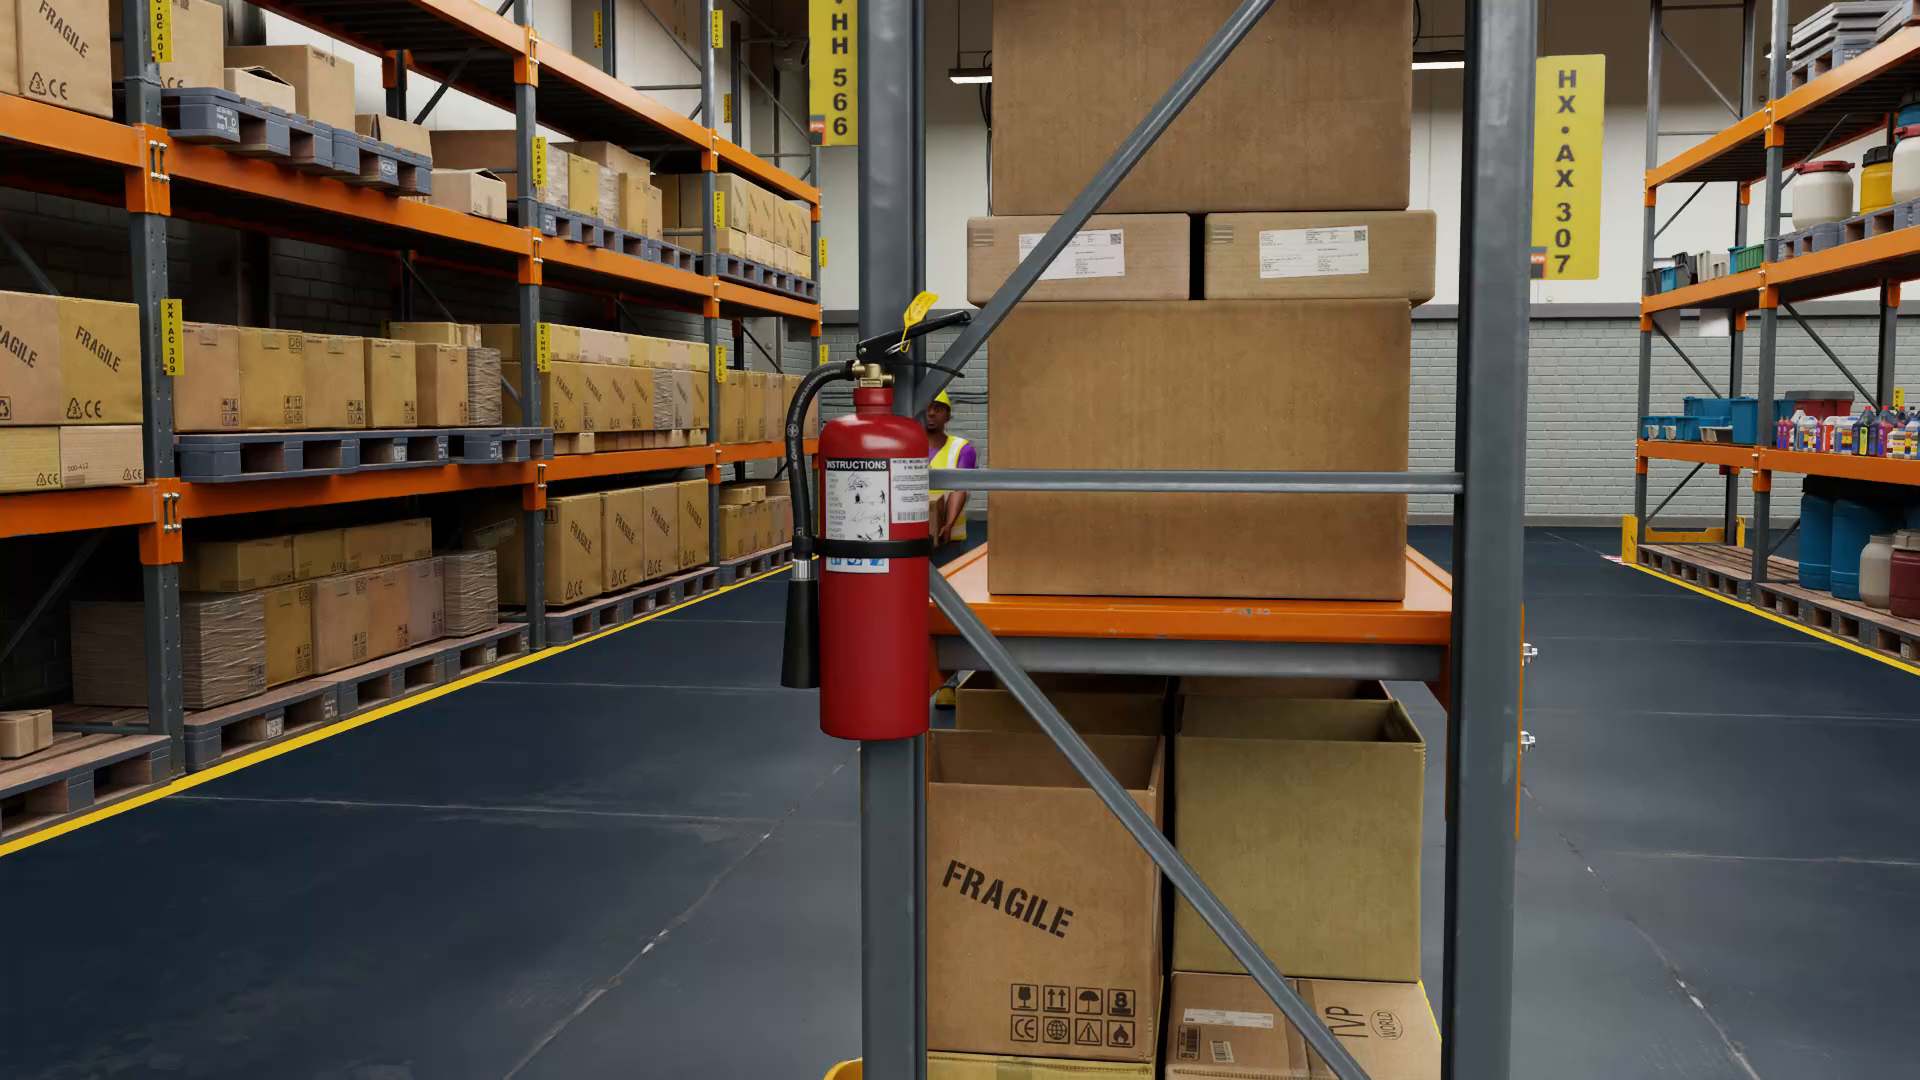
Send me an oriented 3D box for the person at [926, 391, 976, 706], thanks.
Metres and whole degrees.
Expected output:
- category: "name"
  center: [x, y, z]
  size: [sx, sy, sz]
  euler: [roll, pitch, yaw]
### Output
- category: "person"
  center: [-0.184, 0.033, 9.107]
  size: [0.502, 1.762, 0.586]
  euler: [1, 4, 9]
